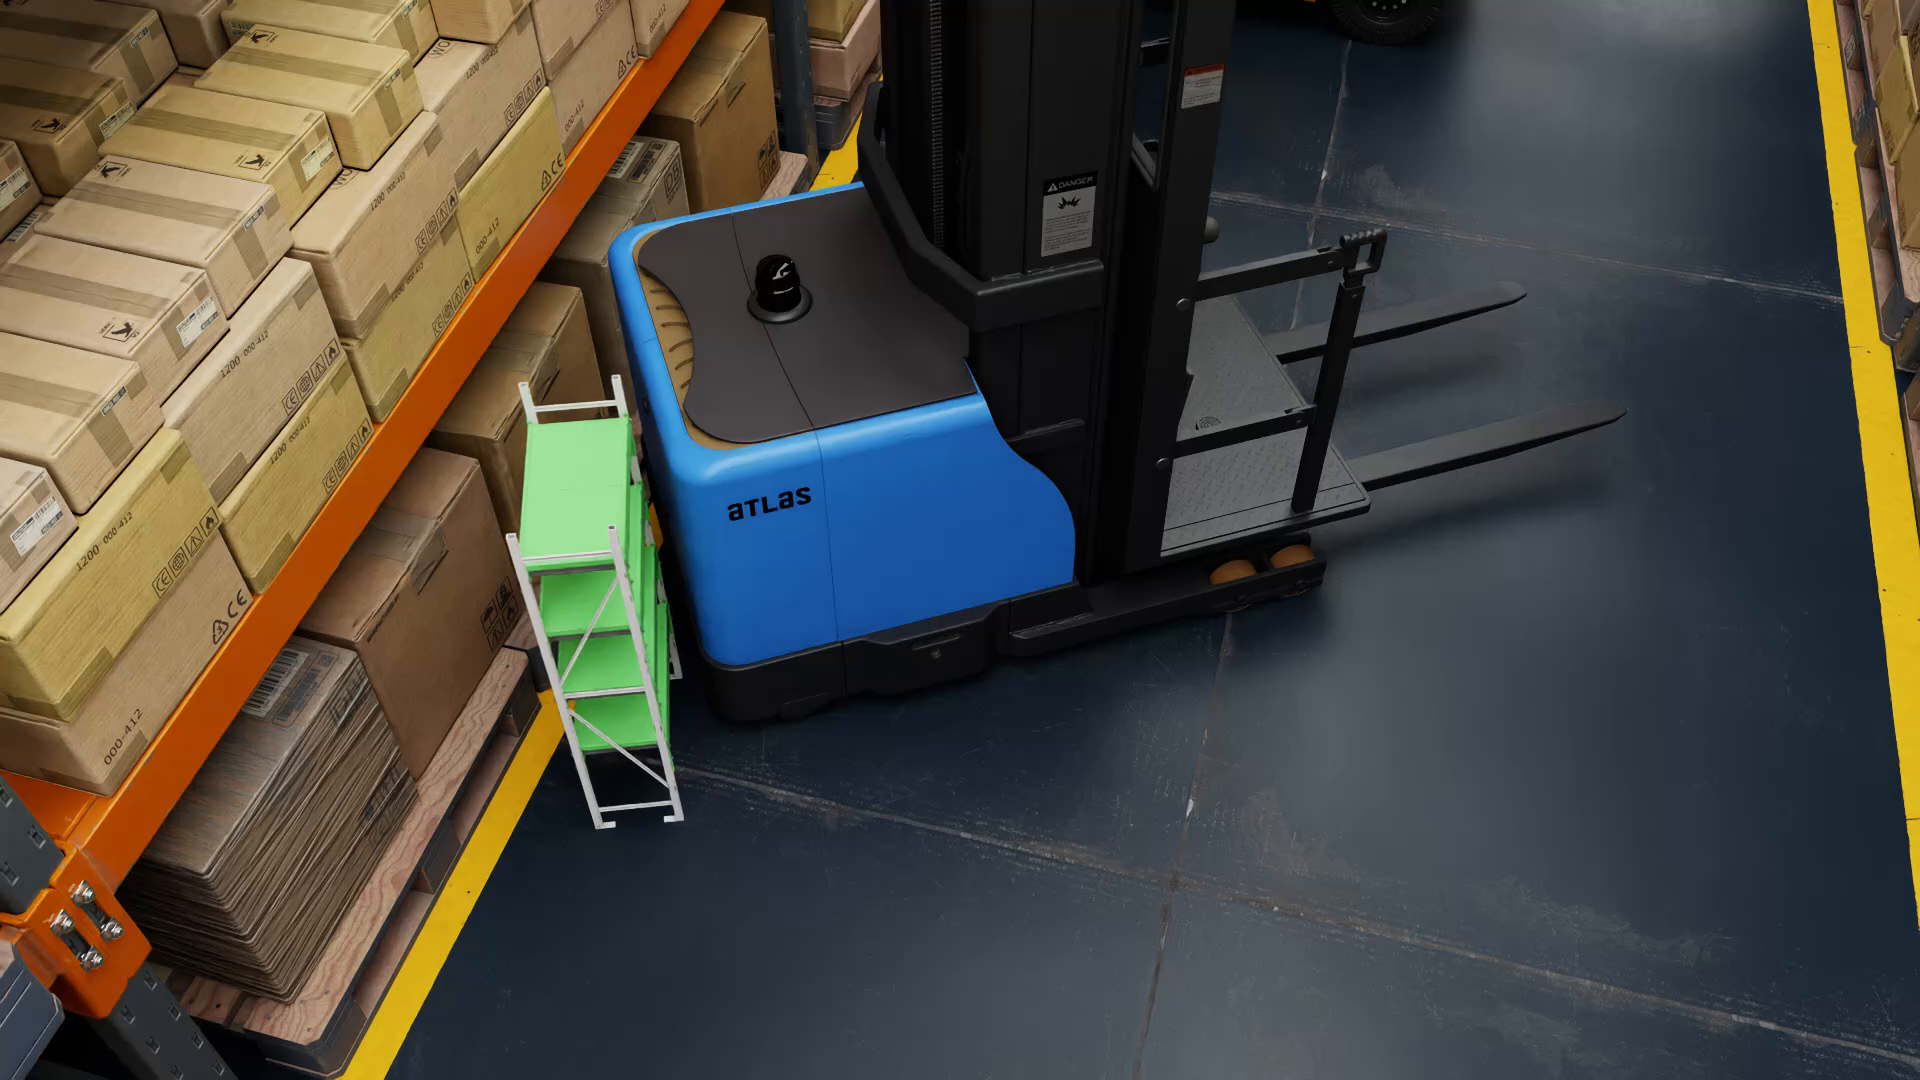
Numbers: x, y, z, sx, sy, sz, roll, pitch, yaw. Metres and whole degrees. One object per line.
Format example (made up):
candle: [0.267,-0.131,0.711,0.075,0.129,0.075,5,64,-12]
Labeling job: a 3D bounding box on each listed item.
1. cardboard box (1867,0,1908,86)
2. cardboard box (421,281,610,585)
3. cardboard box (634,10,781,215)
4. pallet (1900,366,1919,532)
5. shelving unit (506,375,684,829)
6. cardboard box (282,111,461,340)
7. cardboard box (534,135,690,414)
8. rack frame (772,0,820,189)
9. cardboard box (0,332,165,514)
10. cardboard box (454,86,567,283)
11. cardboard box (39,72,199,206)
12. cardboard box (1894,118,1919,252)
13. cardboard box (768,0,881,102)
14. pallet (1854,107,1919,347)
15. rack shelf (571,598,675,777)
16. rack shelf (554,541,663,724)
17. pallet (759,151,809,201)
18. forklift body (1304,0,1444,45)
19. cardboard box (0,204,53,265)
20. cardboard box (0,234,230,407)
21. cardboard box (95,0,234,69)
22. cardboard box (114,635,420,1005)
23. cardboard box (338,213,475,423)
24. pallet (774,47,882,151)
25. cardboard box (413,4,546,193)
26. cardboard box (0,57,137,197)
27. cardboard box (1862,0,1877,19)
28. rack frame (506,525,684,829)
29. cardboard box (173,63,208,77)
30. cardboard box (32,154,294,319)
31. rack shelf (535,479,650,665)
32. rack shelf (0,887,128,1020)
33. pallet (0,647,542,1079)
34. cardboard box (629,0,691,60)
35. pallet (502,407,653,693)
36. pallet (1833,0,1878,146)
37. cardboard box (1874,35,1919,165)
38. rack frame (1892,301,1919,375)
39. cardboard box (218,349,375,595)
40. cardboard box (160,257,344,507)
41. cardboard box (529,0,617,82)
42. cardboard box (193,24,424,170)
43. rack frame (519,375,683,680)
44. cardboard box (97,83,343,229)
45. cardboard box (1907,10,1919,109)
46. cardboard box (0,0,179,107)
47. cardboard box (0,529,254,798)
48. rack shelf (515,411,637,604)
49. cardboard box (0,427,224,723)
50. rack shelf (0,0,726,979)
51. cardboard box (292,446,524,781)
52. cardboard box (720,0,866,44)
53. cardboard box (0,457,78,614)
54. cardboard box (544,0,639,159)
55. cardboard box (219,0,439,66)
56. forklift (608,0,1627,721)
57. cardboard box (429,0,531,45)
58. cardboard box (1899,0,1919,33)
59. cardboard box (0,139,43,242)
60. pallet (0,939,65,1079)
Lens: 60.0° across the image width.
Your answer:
cardboard box: [3.906,-1.986,6.556,0.500,0.250,0.500,12,50,11]
cardboard box: [-1.583,-0.368,4.878,0.875,0.625,0.625,10,49,8]
cardboard box: [-1.175,-1.472,5.852,0.875,0.625,0.625,14,50,12]
pallet: [3.537,-0.036,5.141,1.003,0.211,1.213,12,50,10]
shelving unit: [-0.907,0.197,4.276,0.258,1.200,0.503,-5,49,-4]
cardboard box: [-1.461,-0.731,3.661,0.500,0.250,0.500,10,49,9]
cardboard box: [-1.387,-0.912,5.358,0.875,0.625,0.625,11,50,10]
rack frame: [-1.049,-2.499,5.455,1.000,3.000,0.127,12,50,10]
cardboard box: [-1.664,-0.219,2.943,0.380,0.149,0.250,13,50,11]
cardboard box: [-1.345,-0.940,4.179,0.500,0.250,0.500,13,50,11]
cardboard box: [-1.984,-0.833,3.751,0.500,0.250,0.500,11,50,10]
cardboard box: [3.637,-1.232,5.890,0.500,0.250,0.500,14,50,12]
cardboard box: [-0.602,-2.012,6.579,0.500,0.250,0.500,12,50,10]
pallet: [3.884,-1.092,6.073,1.003,0.211,1.213,12,50,10]
rack shelf: [-0.907,0.398,4.503,0.258,0.148,0.480,-5,49,-4]
rack shelf: [-0.907,0.239,4.324,0.258,0.148,0.480,-5,49,-4]
pallet: [-1.205,-1.035,6.023,1.003,0.211,1.213,12,50,10]
forklift body: [1.265,-3.380,6.798,2.313,2.155,1.214,12,50,10]
cardboard box: [-2.118,-0.471,3.432,0.500,0.250,0.500,12,50,10]
cardboard box: [-1.622,-0.410,3.112,0.380,0.149,0.250,13,50,11]
cardboard box: [-1.826,-1.243,3.847,0.380,0.149,0.250,13,50,11]
cardboard box: [-1.924,0.593,4.030,0.875,0.625,0.625,13,50,11]
cardboard box: [-1.483,-0.565,3.848,0.500,0.250,0.500,10,49,9]
pallet: [-0.799,-2.143,7.000,1.003,0.211,1.213,12,50,10]
cardboard box: [-1.351,-1.105,3.992,0.500,0.250,0.500,12,50,11]
cardboard box: [-1.982,-0.880,3.527,0.380,0.149,0.250,11,50,10]
cardboard box: [4.042,-2.350,6.878,0.500,0.250,0.500,15,50,13]
rack frame: [-0.879,0.379,4.115,0.240,1.200,0.015,-5,49,-4]
cardboard box: [-1.844,-1.195,4.071,0.500,0.250,0.500,11,49,9]
cardboard box: [-1.565,-0.601,3.281,0.380,0.149,0.250,12,50,10]
rack shelf: [-0.907,0.081,4.144,0.258,0.148,0.480,-5,49,-4]
rack shelf: [-2.628,2.079,1.894,1.077,0.370,4.000,12,50,10]
pallet: [-1.847,0.730,4.465,1.003,0.211,1.213,12,50,10]
cardboard box: [-1.056,-1.668,4.822,0.500,0.250,0.500,11,50,10]
pallet: [-1.524,-0.150,5.242,1.003,0.211,1.213,12,50,10]
pallet: [4.203,-1.977,6.854,1.003,0.211,1.213,12,50,10]
cardboard box: [3.768,-1.619,6.232,0.500,0.250,0.500,10,49,9]
rack frame: [3.741,-1.522,4.593,1.000,3.000,0.127,12,50,10]
cardboard box: [-1.612,-0.191,3.518,0.500,0.250,0.500,11,49,9]
cardboard box: [-1.616,-0.356,3.330,0.500,0.250,0.500,13,50,11]
cardboard box: [-1.200,-1.467,4.310,0.500,0.250,0.500,12,50,11]
cardboard box: [-1.404,-0.961,3.598,0.380,0.149,0.250,13,50,11]
rack frame: [-0.936,0.015,4.436,0.240,1.200,0.015,-5,49,-4]
cardboard box: [-1.528,-0.789,3.446,0.380,0.149,0.250,12,50,10]
cardboard box: [3.770,-1.848,5.934,0.500,0.500,0.500,12,50,11]
cardboard box: [-1.997,-1.077,3.701,0.380,0.149,0.250,11,49,9]
cardboard box: [-1.749,0.171,3.198,0.500,0.250,0.500,12,50,10]
rack shelf: [-0.908,-0.078,3.964,0.258,0.148,0.480,-5,49,-4]
cardboard box: [-1.725,0.011,3.006,0.500,0.250,0.500,12,50,10]
rack shelf: [-1.575,-0.814,4.448,1.077,0.370,4.000,12,50,10]
cardboard box: [-1.760,0.119,4.448,0.875,0.625,0.625,13,50,11]
cardboard box: [-0.624,-2.182,6.396,0.500,0.250,0.500,11,50,10]
cardboard box: [-1.733,-0.026,2.773,0.380,0.149,0.250,13,50,11]
cardboard box: [-1.216,-1.315,4.510,0.500,0.250,0.500,12,50,10]
cardboard box: [-1.429,-1.168,3.781,0.380,0.149,0.250,12,50,10]
forklift: [0.592,-1.115,4.280,3.031,2.935,1.130,-14,50,-12]
cardboard box: [-1.227,-1.318,3.914,0.380,0.149,0.250,10,49,9]
cardboard box: [3.903,-2.218,6.260,0.500,0.500,0.500,14,50,12]
cardboard box: [-2.126,-0.706,3.373,0.380,0.149,0.250,11,49,9]
pallet: [-2.212,0.962,2.528,1.213,0.211,1.003,12,50,10]
